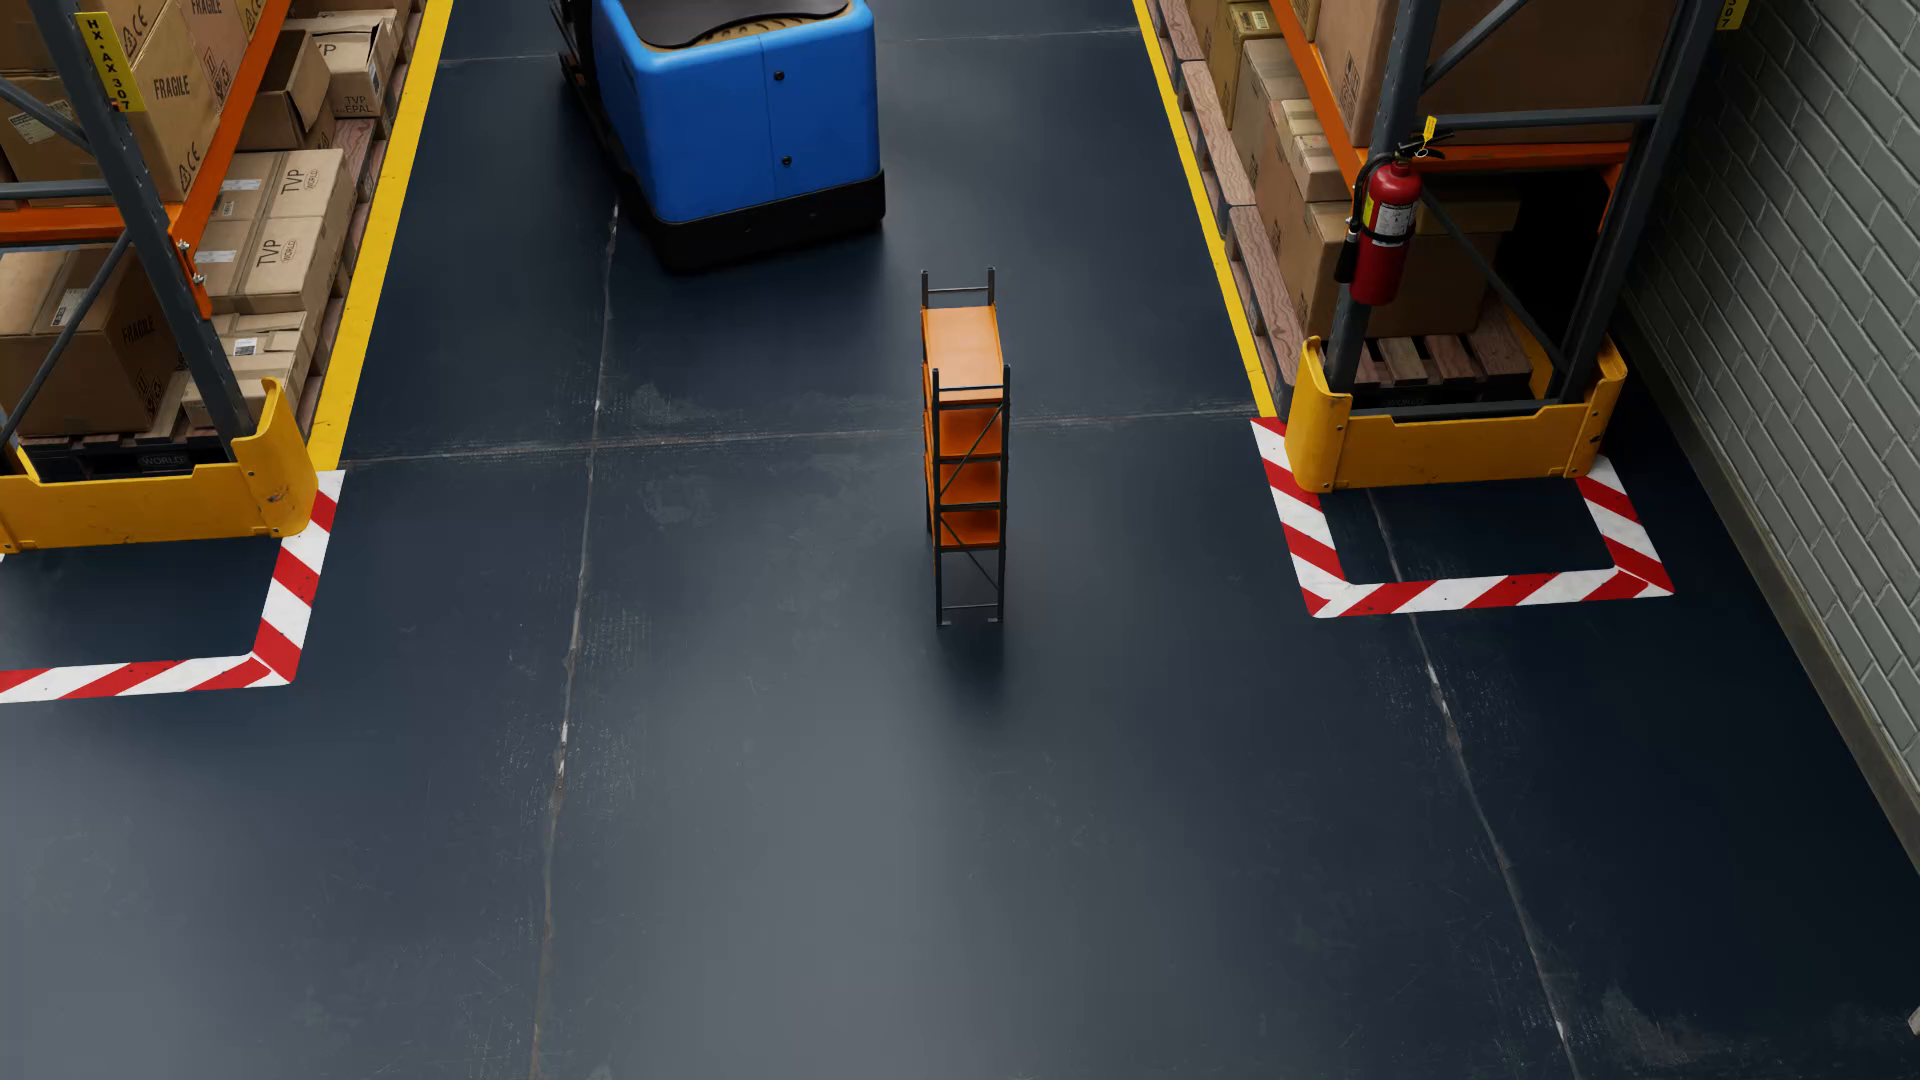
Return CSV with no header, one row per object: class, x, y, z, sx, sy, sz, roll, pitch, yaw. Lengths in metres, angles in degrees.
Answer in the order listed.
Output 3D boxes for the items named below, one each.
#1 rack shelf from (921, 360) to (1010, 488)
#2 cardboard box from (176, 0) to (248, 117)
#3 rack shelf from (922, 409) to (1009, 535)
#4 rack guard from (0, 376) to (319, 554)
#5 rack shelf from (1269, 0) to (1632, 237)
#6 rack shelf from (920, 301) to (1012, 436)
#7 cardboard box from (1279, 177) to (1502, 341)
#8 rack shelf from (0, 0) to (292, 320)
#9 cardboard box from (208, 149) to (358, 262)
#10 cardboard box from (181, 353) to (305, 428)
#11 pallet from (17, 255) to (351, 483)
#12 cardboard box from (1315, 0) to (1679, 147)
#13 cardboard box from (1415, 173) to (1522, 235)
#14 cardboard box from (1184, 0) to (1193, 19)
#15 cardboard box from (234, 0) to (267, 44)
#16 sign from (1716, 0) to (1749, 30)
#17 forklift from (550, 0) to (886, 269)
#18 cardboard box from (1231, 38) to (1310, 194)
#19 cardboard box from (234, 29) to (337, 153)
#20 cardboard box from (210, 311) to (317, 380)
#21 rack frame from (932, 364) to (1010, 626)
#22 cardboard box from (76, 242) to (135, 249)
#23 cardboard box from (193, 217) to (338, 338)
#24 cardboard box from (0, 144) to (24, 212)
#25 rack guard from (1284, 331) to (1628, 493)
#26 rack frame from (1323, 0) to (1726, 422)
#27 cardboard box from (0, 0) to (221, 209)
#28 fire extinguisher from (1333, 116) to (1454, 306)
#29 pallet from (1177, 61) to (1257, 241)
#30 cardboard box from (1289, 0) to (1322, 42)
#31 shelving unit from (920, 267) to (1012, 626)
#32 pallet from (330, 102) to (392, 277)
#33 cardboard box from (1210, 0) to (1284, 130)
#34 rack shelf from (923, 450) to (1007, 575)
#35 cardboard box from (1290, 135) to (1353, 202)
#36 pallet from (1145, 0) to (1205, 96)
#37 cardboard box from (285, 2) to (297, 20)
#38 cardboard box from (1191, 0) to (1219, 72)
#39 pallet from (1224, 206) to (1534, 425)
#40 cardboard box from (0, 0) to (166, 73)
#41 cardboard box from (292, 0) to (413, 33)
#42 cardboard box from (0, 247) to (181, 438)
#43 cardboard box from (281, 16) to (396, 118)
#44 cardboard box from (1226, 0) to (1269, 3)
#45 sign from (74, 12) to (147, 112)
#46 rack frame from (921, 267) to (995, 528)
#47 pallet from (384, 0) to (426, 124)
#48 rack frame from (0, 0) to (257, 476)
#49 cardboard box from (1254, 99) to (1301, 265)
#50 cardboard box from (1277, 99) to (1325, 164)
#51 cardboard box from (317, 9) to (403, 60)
rack shelf,0.014,-0.400,5.587,0.258,0.148,0.480,-3,47,-3
cardboard box,-2.881,-1.826,5.844,0.500,0.500,0.500,-4,47,-4
rack shelf,0.014,-0.247,5.750,0.258,0.148,0.480,-3,47,-3
rack guard,-3.064,-0.277,6.168,1.175,0.500,0.348,-3,47,-3
rack shelf,1.711,-2.585,7.127,1.077,0.370,4.000,-3,47,-3
rack shelf,0.014,-0.563,5.416,0.258,0.148,0.480,-3,47,-3
cardboard box,1.720,-1.170,6.725,0.700,0.500,0.500,-3,47,-3
rack shelf,-3.225,-2.281,6.840,1.077,0.370,4.000,-3,47,-3
cardboard box,-2.904,-1.421,7.121,0.500,0.250,0.500,-3,47,-3
cardboard box,-2.750,-0.576,6.390,0.380,0.149,0.250,-3,47,-3
pallet,-3.132,-0.754,6.819,1.003,0.211,1.213,-3,47,-3
cardboard box,1.825,-1.856,5.736,0.980,0.700,0.700,-2,47,-1
cardboard box,1.930,-1.315,6.415,0.380,0.149,0.250,-3,47,-3
cardboard box,1.504,-3.017,8.473,0.700,0.500,0.500,-3,47,-3
cardboard box,-2.920,-2.189,6.188,0.500,0.500,0.500,-4,47,-3
sign,2.432,-1.739,5.180,0.100,0.325,0.005,-3,47,-3
forklift,-1.369,-3.278,7.336,1.130,2.935,3.031,-17,49,-15
cardboard box,1.635,-1.896,7.412,0.700,0.500,0.500,-5,47,-5
cardboard box,-3.230,-1.909,7.408,0.797,0.503,0.637,-3,47,-3
cardboard box,-2.771,-0.763,6.555,0.380,0.166,0.250,-3,47,-3
rack frame,0.034,-0.116,5.534,0.240,1.200,0.015,-3,47,-3
cardboard box,-3.398,-1.355,7.058,0.500,0.250,0.500,-3,47,-3
cardboard box,-2.863,-1.059,6.778,0.500,0.250,0.500,-3,47,-3
cardboard box,-3.367,-1.423,5.463,0.500,0.500,0.500,-2,47,-2
rack guard,1.880,-0.508,6.387,1.175,0.500,0.348,-3,47,-3
rack frame,1.878,-1.385,5.496,1.000,3.000,0.127,-3,47,-3
cardboard box,-2.832,-1.453,5.491,0.500,0.500,0.500,-3,47,-2
fire extinguisher,1.431,-1.093,5.529,0.296,0.674,0.183,-3,47,-3
pallet,1.634,-1.880,7.886,1.003,0.211,1.213,-3,47,-3
cardboard box,1.753,-2.382,6.234,0.980,0.700,0.700,-4,47,-4
shelving unit,0.014,-0.293,5.701,0.258,1.200,0.503,-3,47,-3
pallet,-3.231,-1.635,7.653,1.003,0.211,1.213,-3,47,-3
cardboard box,1.583,-2.281,7.777,0.700,0.500,0.500,-3,47,-2
rack shelf,0.014,-0.110,5.894,0.258,0.148,0.480,-3,47,-3
cardboard box,1.528,-1.475,6.567,0.380,0.149,0.250,-4,47,-4
pallet,1.529,-2.765,8.723,1.003,0.211,1.213,-3,47,-3
cardboard box,-3.573,-2.885,8.465,0.500,0.311,0.500,-3,47,-3
cardboard box,1.542,-2.653,8.129,0.700,0.500,0.500,-4,47,-4
pallet,1.733,-1.000,7.052,1.003,0.211,1.213,-3,47,-3
cardboard box,-2.832,-1.796,5.128,0.500,0.500,0.500,-2,47,-2
cardboard box,-3.062,-2.872,8.323,0.500,0.500,0.500,-3,47,-3
cardboard box,-3.349,-0.751,6.314,0.500,0.500,0.500,-3,47,-3
cardboard box,-3.000,-2.264,7.877,0.500,0.311,0.500,-3,47,-3
cardboard box,1.394,-2.603,7.635,0.380,0.149,0.250,-5,47,-4
sign,-2.517,-1.412,4.925,0.100,0.325,0.005,-3,47,-3
rack frame,-0.007,-0.469,5.868,0.240,1.200,0.015,-3,47,-3
pallet,-3.336,-2.519,8.491,1.003,0.211,1.213,-3,47,-3
rack frame,-3.058,-1.081,5.208,1.000,3.000,0.127,-3,47,-3
cardboard box,1.678,-1.532,7.068,0.700,0.500,0.500,-4,47,-3
cardboard box,1.505,-1.660,6.742,0.380,0.149,0.250,-2,47,-2
cardboard box,-2.971,-2.484,8.197,0.380,0.149,0.250,-3,47,-3
